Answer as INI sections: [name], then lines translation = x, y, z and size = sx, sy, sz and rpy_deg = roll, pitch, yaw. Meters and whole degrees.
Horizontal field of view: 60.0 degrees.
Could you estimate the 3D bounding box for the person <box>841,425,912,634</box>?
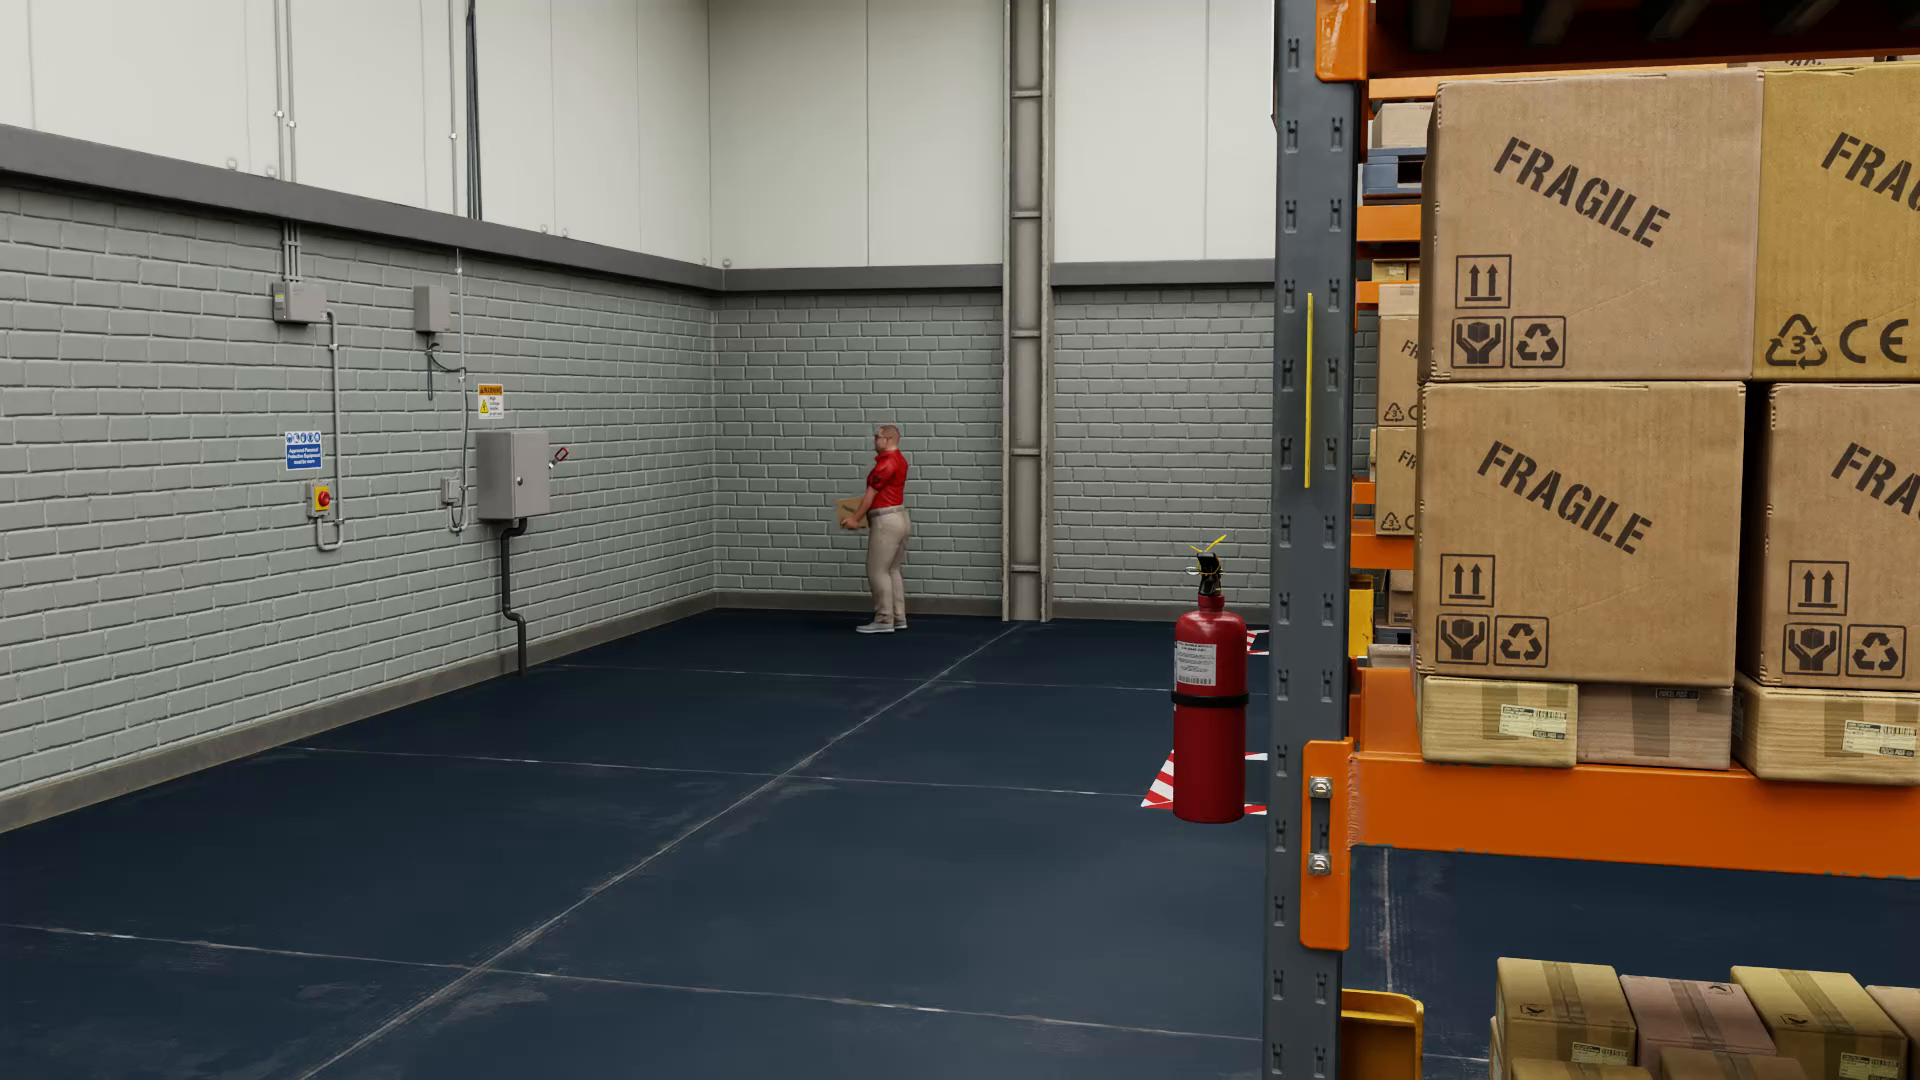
[person]
translation = -0.694, -0.092, 13.775
size = 0.543, 1.725, 0.490
rpy_deg = 1, 5, 13
